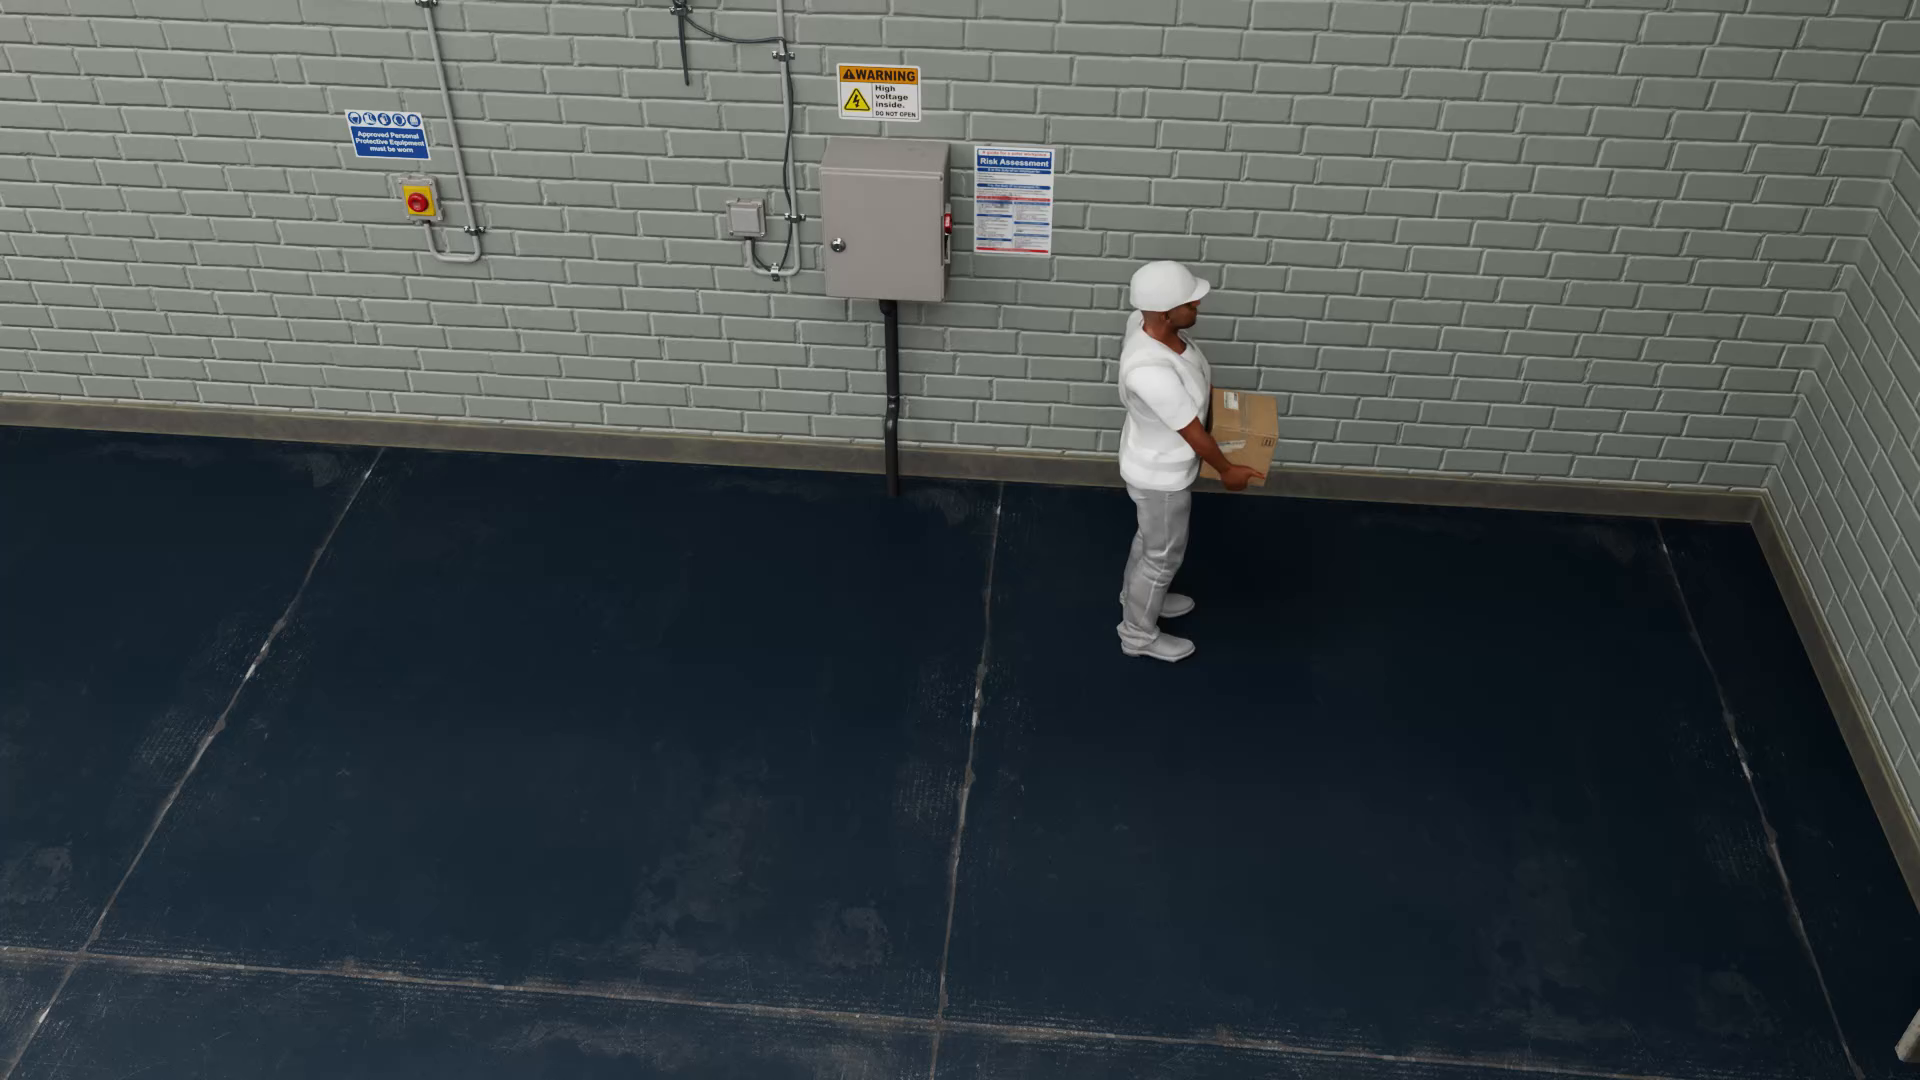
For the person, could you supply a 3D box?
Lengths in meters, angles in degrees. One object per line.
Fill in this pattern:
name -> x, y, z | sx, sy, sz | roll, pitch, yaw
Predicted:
person -> 0.889, -0.301, 6.503 | 0.584, 1.760, 0.504 | 4, 40, 5
